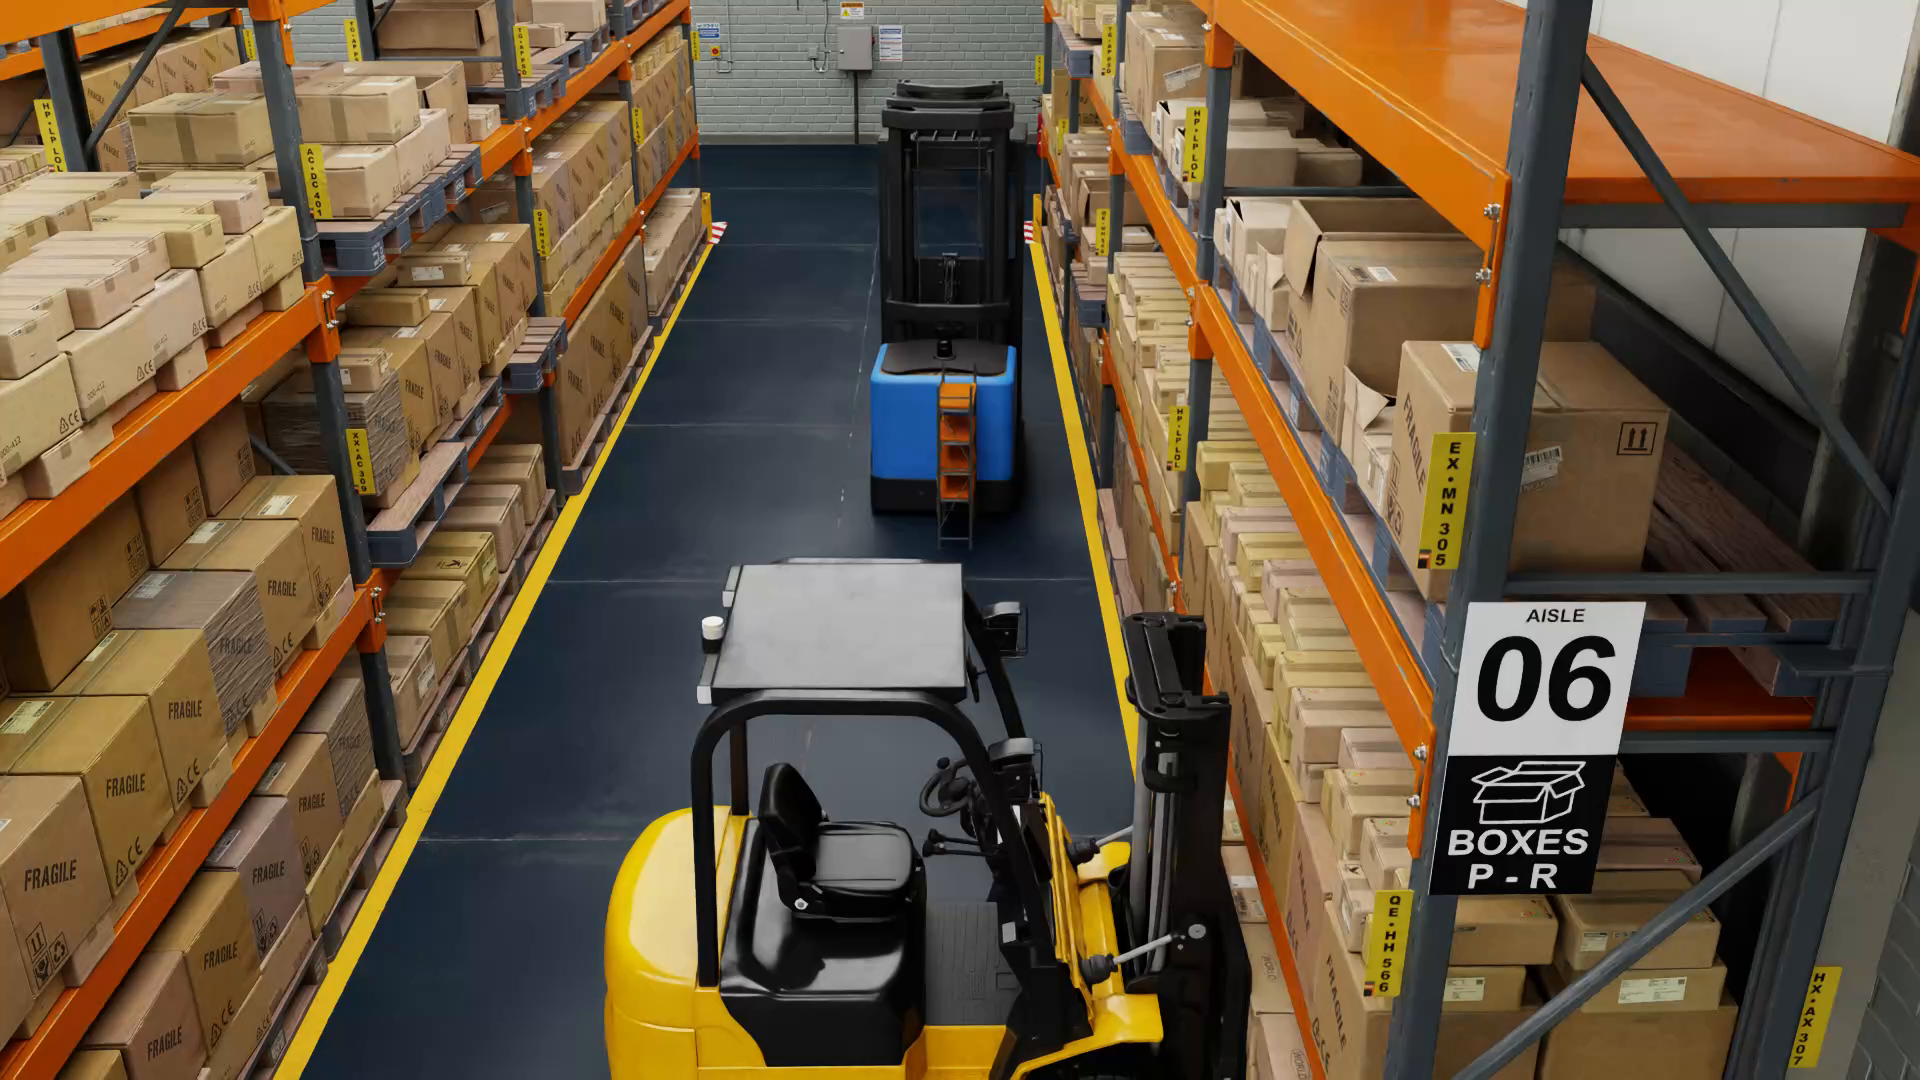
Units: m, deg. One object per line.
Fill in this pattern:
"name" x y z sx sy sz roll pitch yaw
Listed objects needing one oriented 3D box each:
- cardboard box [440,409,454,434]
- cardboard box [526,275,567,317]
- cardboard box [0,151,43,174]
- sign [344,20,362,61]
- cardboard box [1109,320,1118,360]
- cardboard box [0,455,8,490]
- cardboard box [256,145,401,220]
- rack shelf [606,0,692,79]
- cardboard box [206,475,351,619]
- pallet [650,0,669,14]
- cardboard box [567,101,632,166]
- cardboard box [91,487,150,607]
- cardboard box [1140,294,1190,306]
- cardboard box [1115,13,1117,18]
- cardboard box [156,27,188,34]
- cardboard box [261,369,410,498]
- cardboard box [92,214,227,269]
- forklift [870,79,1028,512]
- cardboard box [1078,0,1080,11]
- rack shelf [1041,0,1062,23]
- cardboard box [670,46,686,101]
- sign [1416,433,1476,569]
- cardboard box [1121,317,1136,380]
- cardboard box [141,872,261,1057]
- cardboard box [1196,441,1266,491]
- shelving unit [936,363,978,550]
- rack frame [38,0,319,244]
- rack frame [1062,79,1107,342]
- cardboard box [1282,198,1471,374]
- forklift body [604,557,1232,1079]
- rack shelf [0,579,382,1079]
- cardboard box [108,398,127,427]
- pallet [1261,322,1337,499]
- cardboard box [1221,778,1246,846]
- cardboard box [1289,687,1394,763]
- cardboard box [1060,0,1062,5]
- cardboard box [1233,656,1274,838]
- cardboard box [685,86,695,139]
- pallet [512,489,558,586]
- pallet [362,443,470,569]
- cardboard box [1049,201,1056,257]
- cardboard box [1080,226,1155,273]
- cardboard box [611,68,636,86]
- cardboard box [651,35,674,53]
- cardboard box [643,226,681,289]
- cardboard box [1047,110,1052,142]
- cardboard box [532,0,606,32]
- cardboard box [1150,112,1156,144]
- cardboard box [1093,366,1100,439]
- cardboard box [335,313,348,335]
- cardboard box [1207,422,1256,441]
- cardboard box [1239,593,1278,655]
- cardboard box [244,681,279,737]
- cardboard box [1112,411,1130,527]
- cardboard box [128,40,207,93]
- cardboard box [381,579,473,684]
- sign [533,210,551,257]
"cardboard box" -3.112 -0.704 9.463 0.380 0.149 0.250 0 24 0
"cardboard box" -3.184 -1.754 12.169 0.500 0.250 0.500 -1 24 -1
"cardboard box" -8.219 -3.276 14.427 0.380 0.149 0.250 -1 24 -2
"sign" -3.985 -3.258 10.951 0.100 0.325 0.005 0 24 -1
"cardboard box" 1.294 -1.391 11.367 0.500 0.250 0.500 0 24 0
"cardboard box" -3.078 -0.173 4.673 0.500 0.250 0.500 -1 24 -1
"cardboard box" -2.992 -1.703 7.908 0.500 0.250 0.500 -1 24 -2
"rack shelf" -3.496 -5.131 16.687 1.077 0.370 4.000 0 24 -1
"cardboard box" -3.133 0.030 7.562 0.500 0.500 0.500 -1 24 -2
"pallet" -3.483 -5.432 16.589 1.003 0.211 1.213 0 24 -1
"cardboard box" -3.218 -3.586 14.703 0.500 0.500 0.500 1 24 1
"cardboard box" -3.636 -0.008 6.432 0.700 0.500 0.500 -1 24 -2
"cardboard box" 1.323 -1.425 10.352 0.380 0.149 0.250 0 24 0
"cardboard box" 1.322 -3.722 12.037 0.380 0.149 0.250 -1 24 -1
"cardboard box" -8.727 -5.302 18.138 0.500 0.500 0.500 0 24 -1
"cardboard box" -3.105 -0.538 8.307 0.500 0.500 0.500 0 24 1
"cardboard box" -3.038 -1.136 6.319 0.380 0.149 0.250 0 24 1
"forklift" -0.047 -2.106 12.849 1.130 2.935 3.031 1 24 3
"cardboard box" 1.137 -4.260 13.203 0.380 0.149 0.250 0 24 0
"rack shelf" 1.468 -5.154 16.740 1.077 0.370 4.000 0 24 -1
"cardboard box" -3.239 -5.004 17.840 0.500 0.500 0.500 0 24 0
"sign" 1.078 -0.084 3.677 0.100 0.325 0.005 0 24 -1
"cardboard box" 1.286 -1.197 10.331 0.500 0.250 0.500 -1 24 -2
"cardboard box" -3.083 1.631 6.420 0.500 0.500 0.500 0 24 0
"cardboard box" 1.284 -0.339 7.590 0.380 0.149 0.250 0 24 1
"shelving unit" -0.021 -0.582 11.580 0.258 1.200 0.503 1 24 3
"rack frame" -3.386 -2.704 6.810 1.000 3.000 0.127 0 24 -1
"rack frame" 1.490 -3.291 15.387 1.000 3.000 0.127 0 24 -1
"cardboard box" 1.493 -0.842 5.576 0.797 0.503 0.637 1 24 1
"forklift body" -0.224 1.267 6.339 2.313 2.155 1.214 0 24 -1
"rack shelf" -3.365 1.181 6.372 1.077 0.370 4.000 0 24 -1
"cardboard box" -3.157 -0.457 5.786 0.380 0.149 0.250 0 24 -1
"pallet" 1.622 -0.468 5.613 1.003 0.211 1.213 0 24 -1
"cardboard box" 1.281 1.228 7.010 0.500 0.250 0.500 1 24 1
"cardboard box" 1.300 0.611 5.489 0.380 0.149 0.250 0 24 1
"cardboard box" 1.218 -5.137 15.649 0.500 0.250 0.500 -1 24 -2
"cardboard box" 1.334 0.774 6.277 0.500 0.500 0.500 0 24 0
"cardboard box" -3.247 -4.764 18.521 0.500 0.500 0.500 0 24 0
"pallet" -3.423 -0.027 11.553 1.003 0.211 1.213 0 24 -1
"pallet" -3.249 -0.199 8.783 1.003 0.211 1.213 0 24 -1
"cardboard box" 1.328 -3.387 18.123 0.700 0.500 0.500 1 24 2
"cardboard box" 1.198 -2.199 12.645 0.500 0.250 0.500 -1 24 -3
"cardboard box" -3.237 -4.301 15.498 0.380 0.149 0.250 0 24 0
"cardboard box" -3.238 -5.251 17.598 0.380 0.149 0.250 0 24 1
"cardboard box" -3.384 -2.920 17.165 0.875 0.438 0.875 -1 24 -2
"cardboard box" 1.196 -4.402 17.664 0.500 0.250 0.500 -1 24 -2
"cardboard box" -3.254 -4.423 13.847 0.500 0.311 0.500 0 24 -1
"cardboard box" 1.253 -2.254 9.127 0.380 0.149 0.250 -1 24 -1
"cardboard box" 1.319 -1.075 13.011 0.500 0.500 0.500 -1 24 -1
"cardboard box" -3.627 -0.950 9.218 0.500 0.500 0.500 1 24 1
"cardboard box" 1.351 -0.476 8.253 0.380 0.149 0.250 1 24 1
"cardboard box" 1.302 0.324 6.485 0.380 0.149 0.250 -1 24 -2
"cardboard box" -3.064 0.693 6.882 0.380 0.149 0.250 -1 24 -1
"cardboard box" 1.526 -0.495 11.577 0.875 0.625 0.625 1 24 1
"cardboard box" -8.192 -4.878 17.200 0.500 0.500 0.500 1 24 2
"cardboard box" -3.406 0.523 9.634 0.950 0.372 0.625 1 24 3
"sign" -2.888 -2.117 11.482 0.100 0.325 0.005 0 24 -1
